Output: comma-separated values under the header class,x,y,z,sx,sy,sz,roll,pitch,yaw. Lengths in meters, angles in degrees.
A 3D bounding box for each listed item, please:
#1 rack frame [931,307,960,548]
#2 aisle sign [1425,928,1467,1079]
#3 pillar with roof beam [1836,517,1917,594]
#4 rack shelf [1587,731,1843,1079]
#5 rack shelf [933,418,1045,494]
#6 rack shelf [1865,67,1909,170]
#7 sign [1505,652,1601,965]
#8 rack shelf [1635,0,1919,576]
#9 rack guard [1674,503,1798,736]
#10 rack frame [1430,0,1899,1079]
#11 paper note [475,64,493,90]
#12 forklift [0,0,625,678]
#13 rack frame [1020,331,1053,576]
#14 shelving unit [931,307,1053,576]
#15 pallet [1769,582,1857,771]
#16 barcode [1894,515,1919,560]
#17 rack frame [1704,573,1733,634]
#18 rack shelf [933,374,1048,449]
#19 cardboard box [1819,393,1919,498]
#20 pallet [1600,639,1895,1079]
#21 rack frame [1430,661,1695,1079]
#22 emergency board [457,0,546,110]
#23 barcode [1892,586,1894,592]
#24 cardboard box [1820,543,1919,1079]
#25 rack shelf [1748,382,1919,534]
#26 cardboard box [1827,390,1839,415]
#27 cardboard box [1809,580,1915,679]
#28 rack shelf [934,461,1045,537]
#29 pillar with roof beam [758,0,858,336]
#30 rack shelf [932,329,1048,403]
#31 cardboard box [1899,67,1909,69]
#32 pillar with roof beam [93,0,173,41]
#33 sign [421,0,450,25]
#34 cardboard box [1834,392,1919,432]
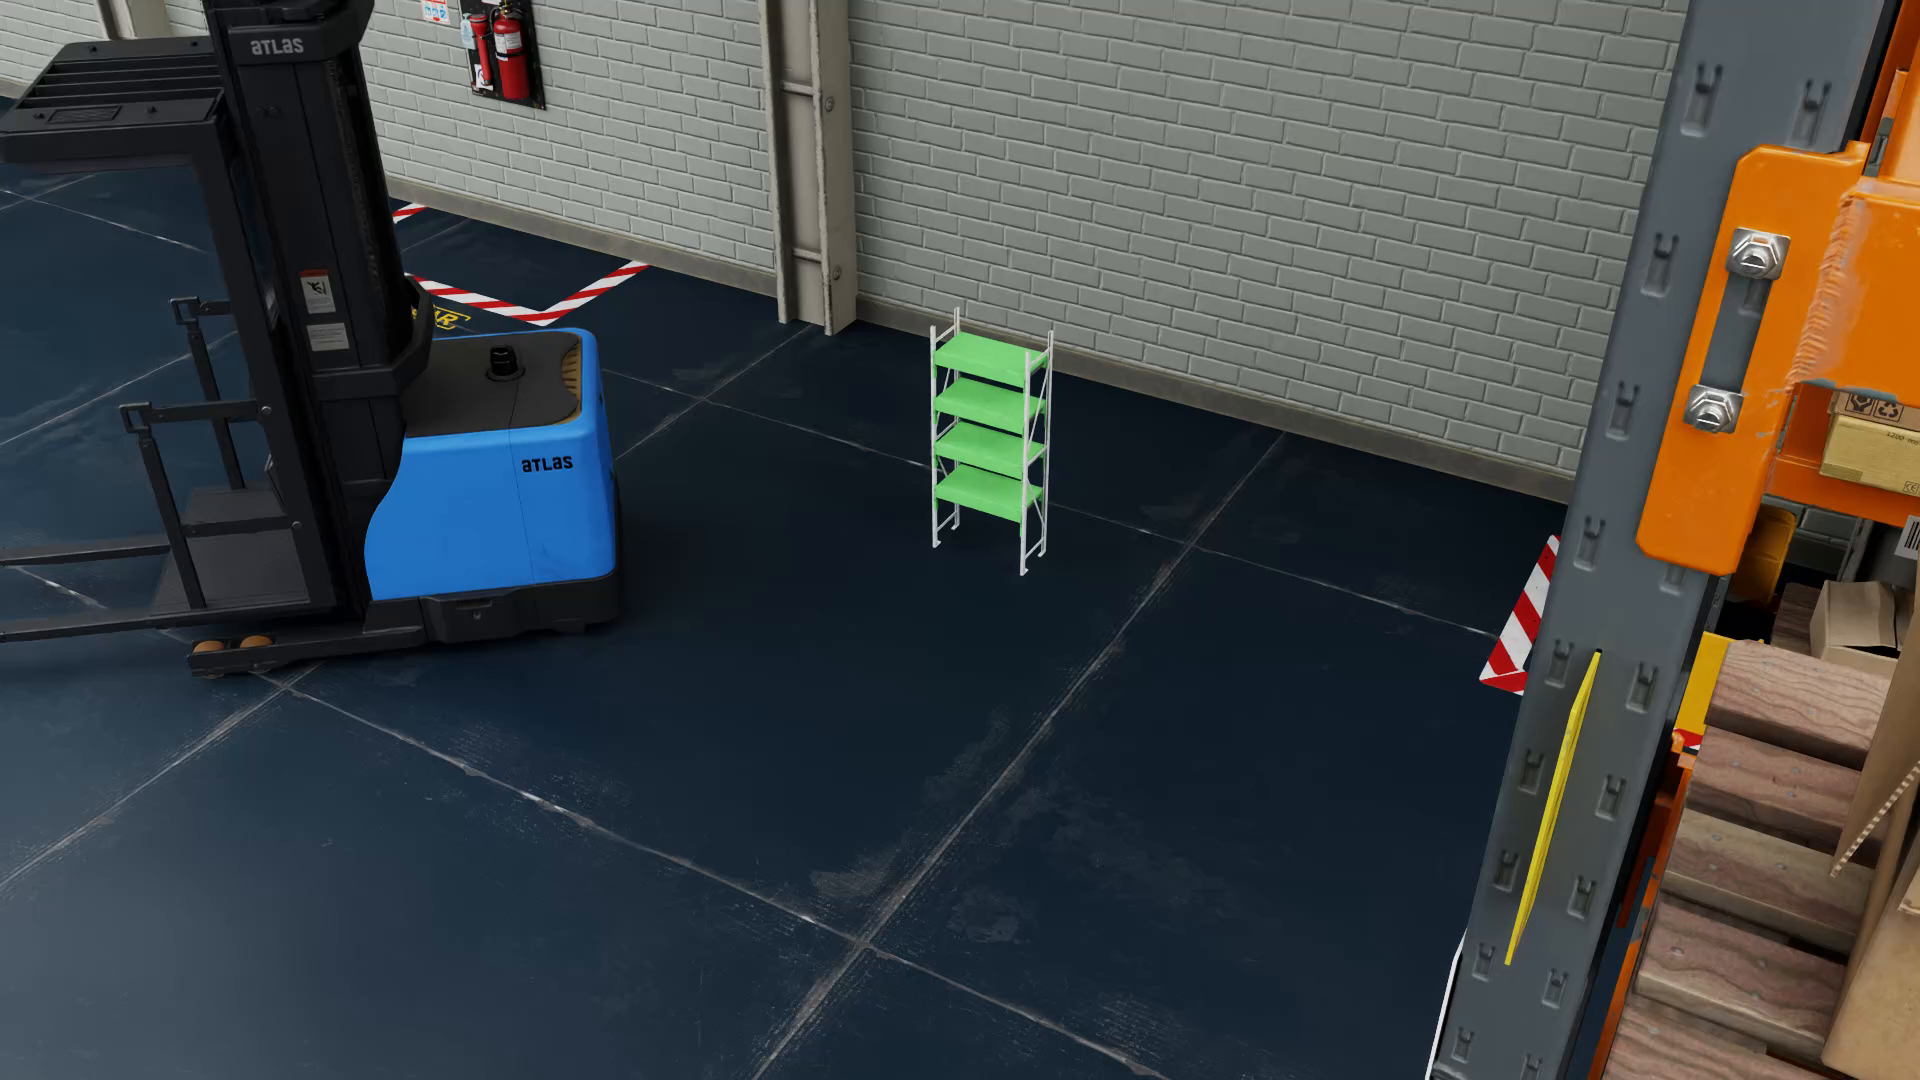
class,x,y,z,sx,sy,sz,roll,pitch,yaw
rack frame,-0.068,-0.521,7.950,0.015,1.200,0.240,18,37,24
aisle sign,0.635,0.688,2.164,0.004,0.787,0.394,18,37,24
pillar with roof beam,2.200,-1.393,2.223,0.400,9.000,9.100,18,37,24
rack shelf,2.580,1.242,1.621,4.000,0.370,1.077,18,37,24
rack shelf,0.144,-0.401,7.885,0.480,0.148,0.258,18,37,24
rack shelf,5.035,-1.143,5.203,4.000,0.370,1.077,18,37,24
sign,0.563,0.261,1.585,0.005,0.325,0.100,18,37,24
rack shelf,2.580,0.160,0.901,4.000,0.370,1.077,18,37,24
rack guard,3.365,0.318,7.322,0.348,0.500,1.175,18,37,24
rack frame,0.844,-0.856,1.416,0.127,3.000,1.000,18,37,24
paper note,-3.120,-3.031,10.890,0.142,0.148,0.016,18,37,24
forklift,-3.111,-0.928,6.998,3.031,2.935,1.130,-6,34,-9
rack frame,0.356,-0.387,7.748,0.015,1.200,0.240,18,37,24
shelving unit,0.144,-0.454,7.849,0.503,1.200,0.258,18,37,24
pallet,4.052,0.678,7.041,1.213,0.211,1.003,18,37,24
barcode,1.345,0.002,2.311,0.075,0.075,0.001,18,37,24
rack frame,3.299,-0.744,6.661,0.127,3.000,1.000,18,37,24
rack shelf,0.144,-0.600,7.751,0.480,0.148,0.258,18,37,24
cardboard box,3.565,-0.403,6.266,0.500,0.250,0.500,16,37,23
pallet,1.445,0.636,1.962,1.213,0.211,1.003,18,37,24
rack frame,0.844,1.641,3.079,0.127,3.000,1.000,18,37,24
emergency board,-3.000,-3.316,10.523,0.643,1.169,0.194,18,37,24
barcode,4.069,0.235,7.212,0.075,0.075,0.001,18,37,24
cardboard box,1.341,0.277,1.824,0.637,0.503,0.797,20,39,28
rack shelf,5.035,0.106,6.034,4.000,0.370,1.077,18,37,24
cardboard box,3.801,-0.654,6.644,0.500,0.250,0.500,18,38,25
cardboard box,3.855,0.426,6.933,0.500,0.311,0.500,13,36,19
rack shelf,0.144,-0.201,8.018,0.480,0.148,0.258,18,37,24
pillar with roof beam,-3.010,-3.043,4.701,0.400,9.000,9.100,18,37,24
rack shelf,0.144,-0.800,7.618,0.480,0.148,0.258,18,37,24
cardboard box,3.465,-1.830,5.477,0.500,0.500,0.500,19,38,26
pillar with roof beam,-8.219,-4.693,7.179,0.400,9.000,9.100,18,37,24
sign,-3.429,-3.532,10.816,0.234,0.329,0.001,18,37,24
cardboard box,3.564,-0.726,6.074,0.500,0.500,0.500,18,38,24
